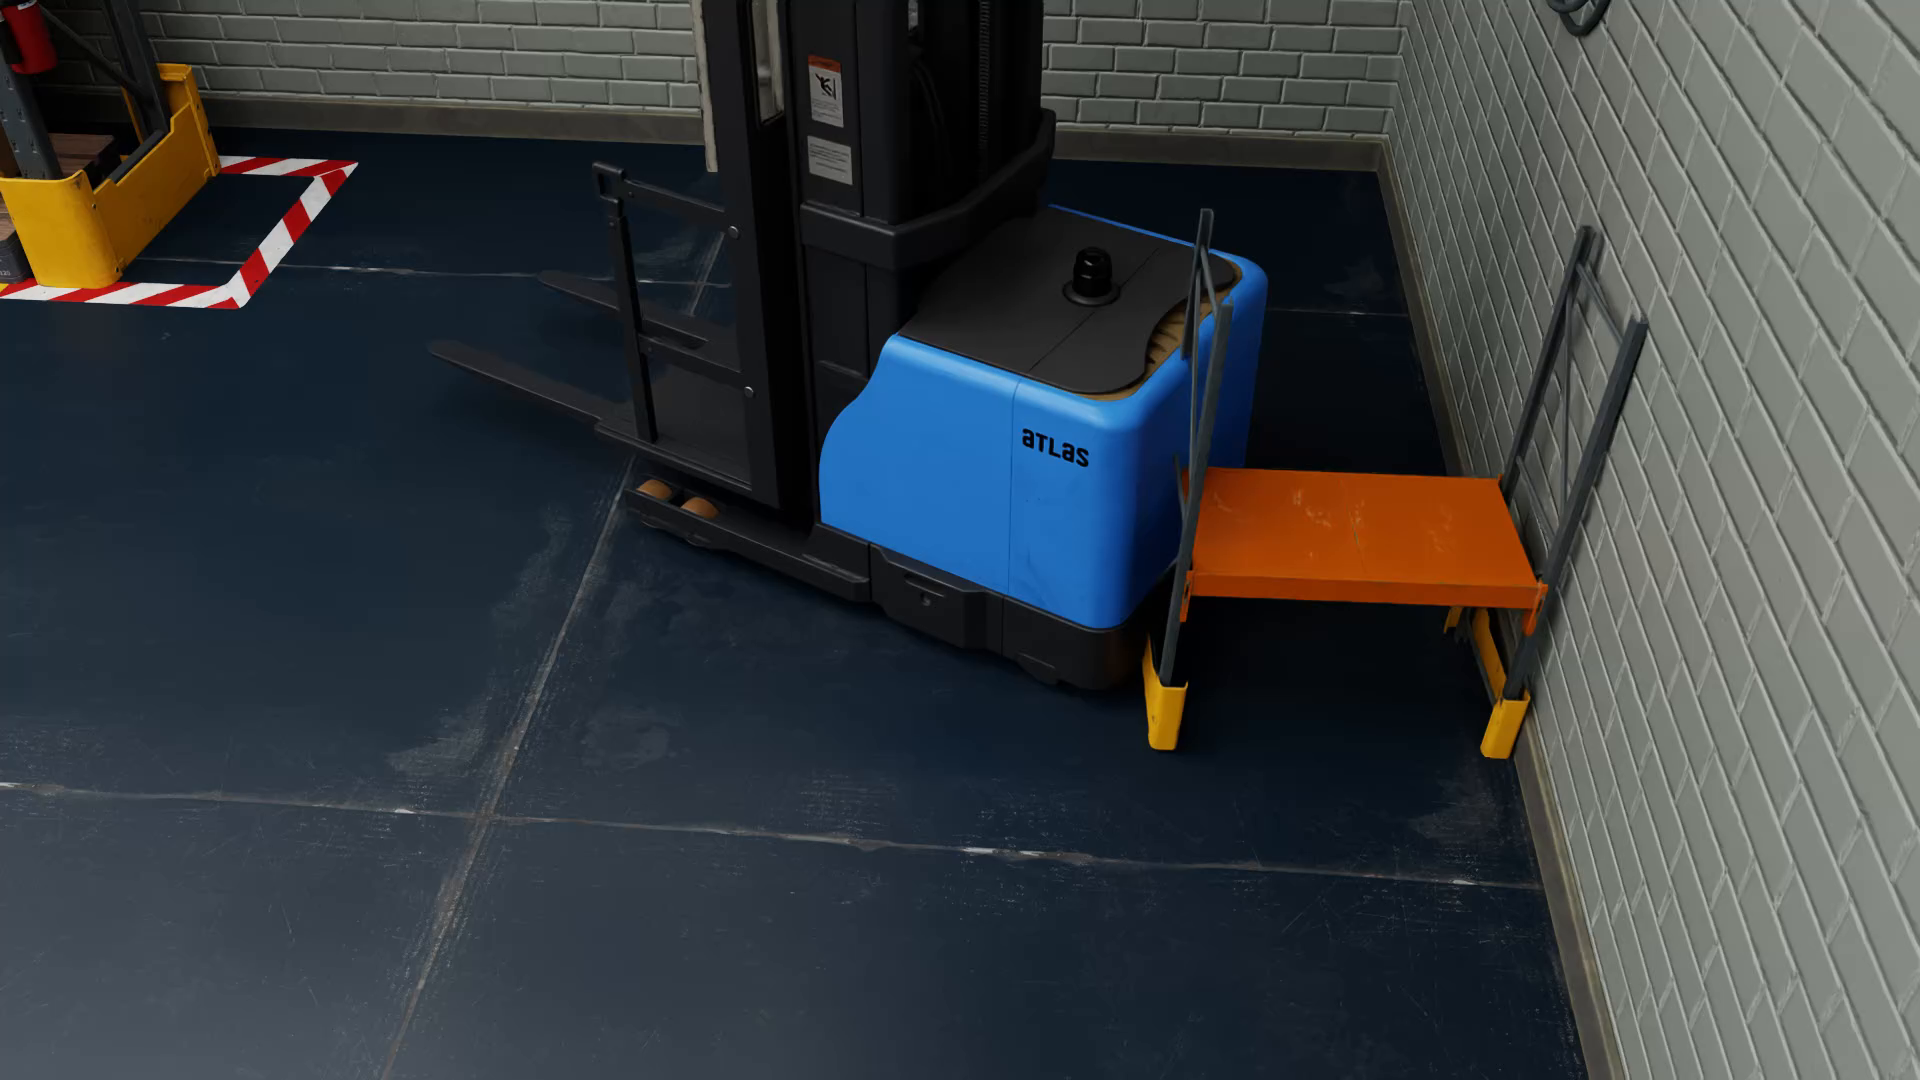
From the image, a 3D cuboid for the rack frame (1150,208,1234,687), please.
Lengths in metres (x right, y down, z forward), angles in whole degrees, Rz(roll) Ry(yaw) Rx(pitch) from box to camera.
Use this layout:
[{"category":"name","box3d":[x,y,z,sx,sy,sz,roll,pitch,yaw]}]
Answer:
[{"category":"rack frame","box3d":[0.622,-0.143,4.705,0.032,1.500,0.500,2,39,-1]}]

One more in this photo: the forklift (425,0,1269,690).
[{"category":"forklift","box3d":[-0.565,-1.377,5.120,3.031,2.935,1.130,21,44,24]}]

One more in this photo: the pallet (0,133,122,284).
[{"category":"pallet","box3d":[-4.559,-1.516,7.446,1.213,0.211,1.003,3,39,4]}]

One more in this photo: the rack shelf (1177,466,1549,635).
[{"category":"rack shelf","box3d":[1.123,0.017,4.827,1.000,0.185,0.538,2,39,-1]}]

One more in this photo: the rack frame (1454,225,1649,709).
[{"category":"rack frame","box3d":[1.638,-0.103,4.722,0.032,1.500,0.500,2,39,-1]}]

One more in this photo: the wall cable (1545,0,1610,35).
[{"category":"wall cable","box3d":[1.848,-3.193,5.004,0.112,2.526,3.097,3,39,4]}]

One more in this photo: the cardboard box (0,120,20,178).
[{"category":"cardboard box","box3d":[-4.462,-1.772,7.198,0.500,0.500,0.700,3,39,4]}]

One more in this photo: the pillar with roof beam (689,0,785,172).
[{"category":"pillar with roof beam","box3d":[-1.363,-2.619,1.840,0.400,9.000,9.100,3,39,4]}]

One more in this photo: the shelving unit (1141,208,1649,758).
[{"category":"shelving unit","box3d":[1.139,-0.123,4.714,1.083,1.500,0.587,2,39,-1]}]

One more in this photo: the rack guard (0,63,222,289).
[{"category":"rack guard","box3d":[-3.732,-1.633,7.360,0.348,0.500,1.175,3,39,4]}]

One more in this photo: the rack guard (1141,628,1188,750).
[{"category":"rack guard","box3d":[0.616,0.343,5.099,0.087,0.250,0.587,2,39,-1]}]

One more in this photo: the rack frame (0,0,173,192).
[{"category":"rack frame","box3d":[-3.756,-2.603,6.572,0.127,3.000,1.000,3,39,4]}]

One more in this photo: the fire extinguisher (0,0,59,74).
[{"category":"fire extinguisher","box3d":[-3.646,-2.130,6.348,0.183,0.674,0.296,3,39,4]}]

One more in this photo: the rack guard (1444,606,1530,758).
[{"category":"rack guard","box3d":[1.611,0.382,5.115,0.087,0.250,0.587,2,39,-1]}]
